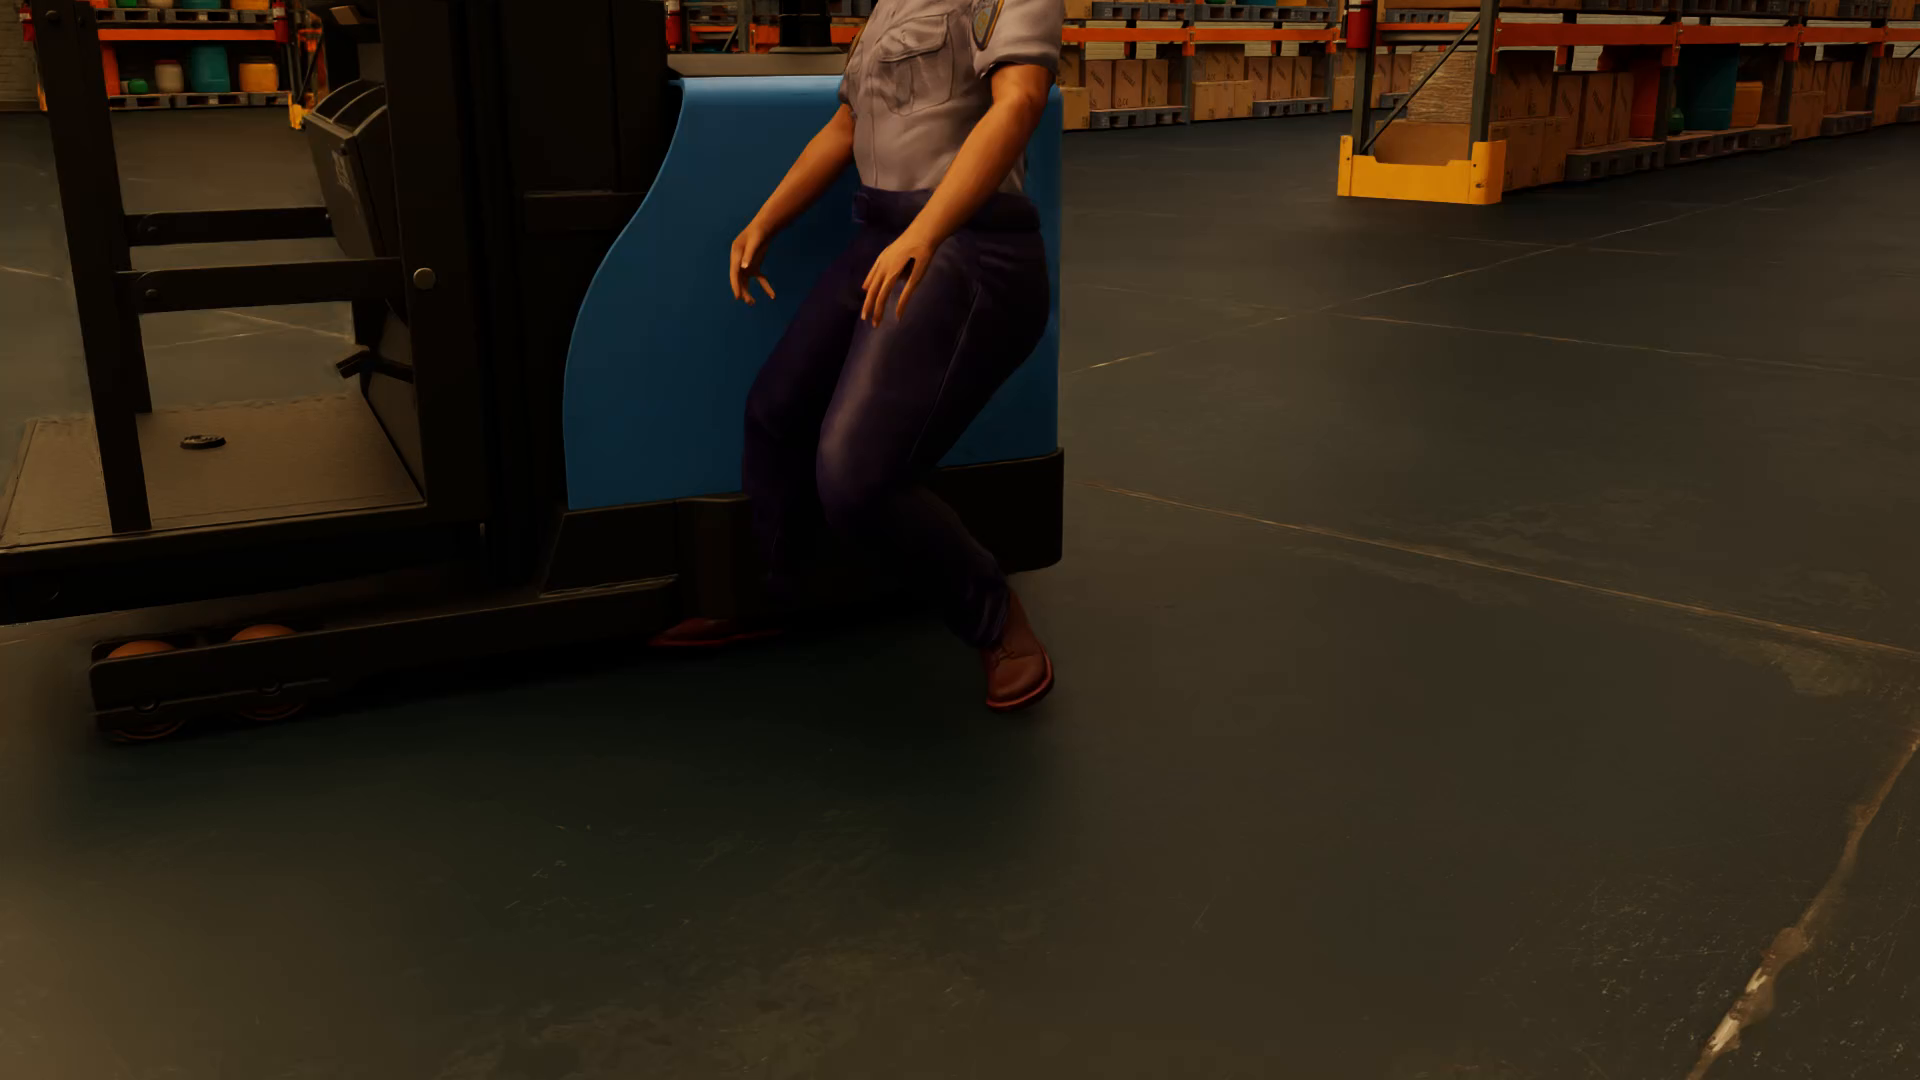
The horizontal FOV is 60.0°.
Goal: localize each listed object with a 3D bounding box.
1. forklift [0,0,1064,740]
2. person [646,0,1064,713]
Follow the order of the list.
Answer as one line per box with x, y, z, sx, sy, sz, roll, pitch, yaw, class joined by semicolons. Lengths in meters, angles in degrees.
-1.341;-1.237;2.973;3.031;2.935;1.130;-8;18;-24;forklift
-0.198;-0.469;2.814;0.640;1.550;0.763;-6;18;-20;person
